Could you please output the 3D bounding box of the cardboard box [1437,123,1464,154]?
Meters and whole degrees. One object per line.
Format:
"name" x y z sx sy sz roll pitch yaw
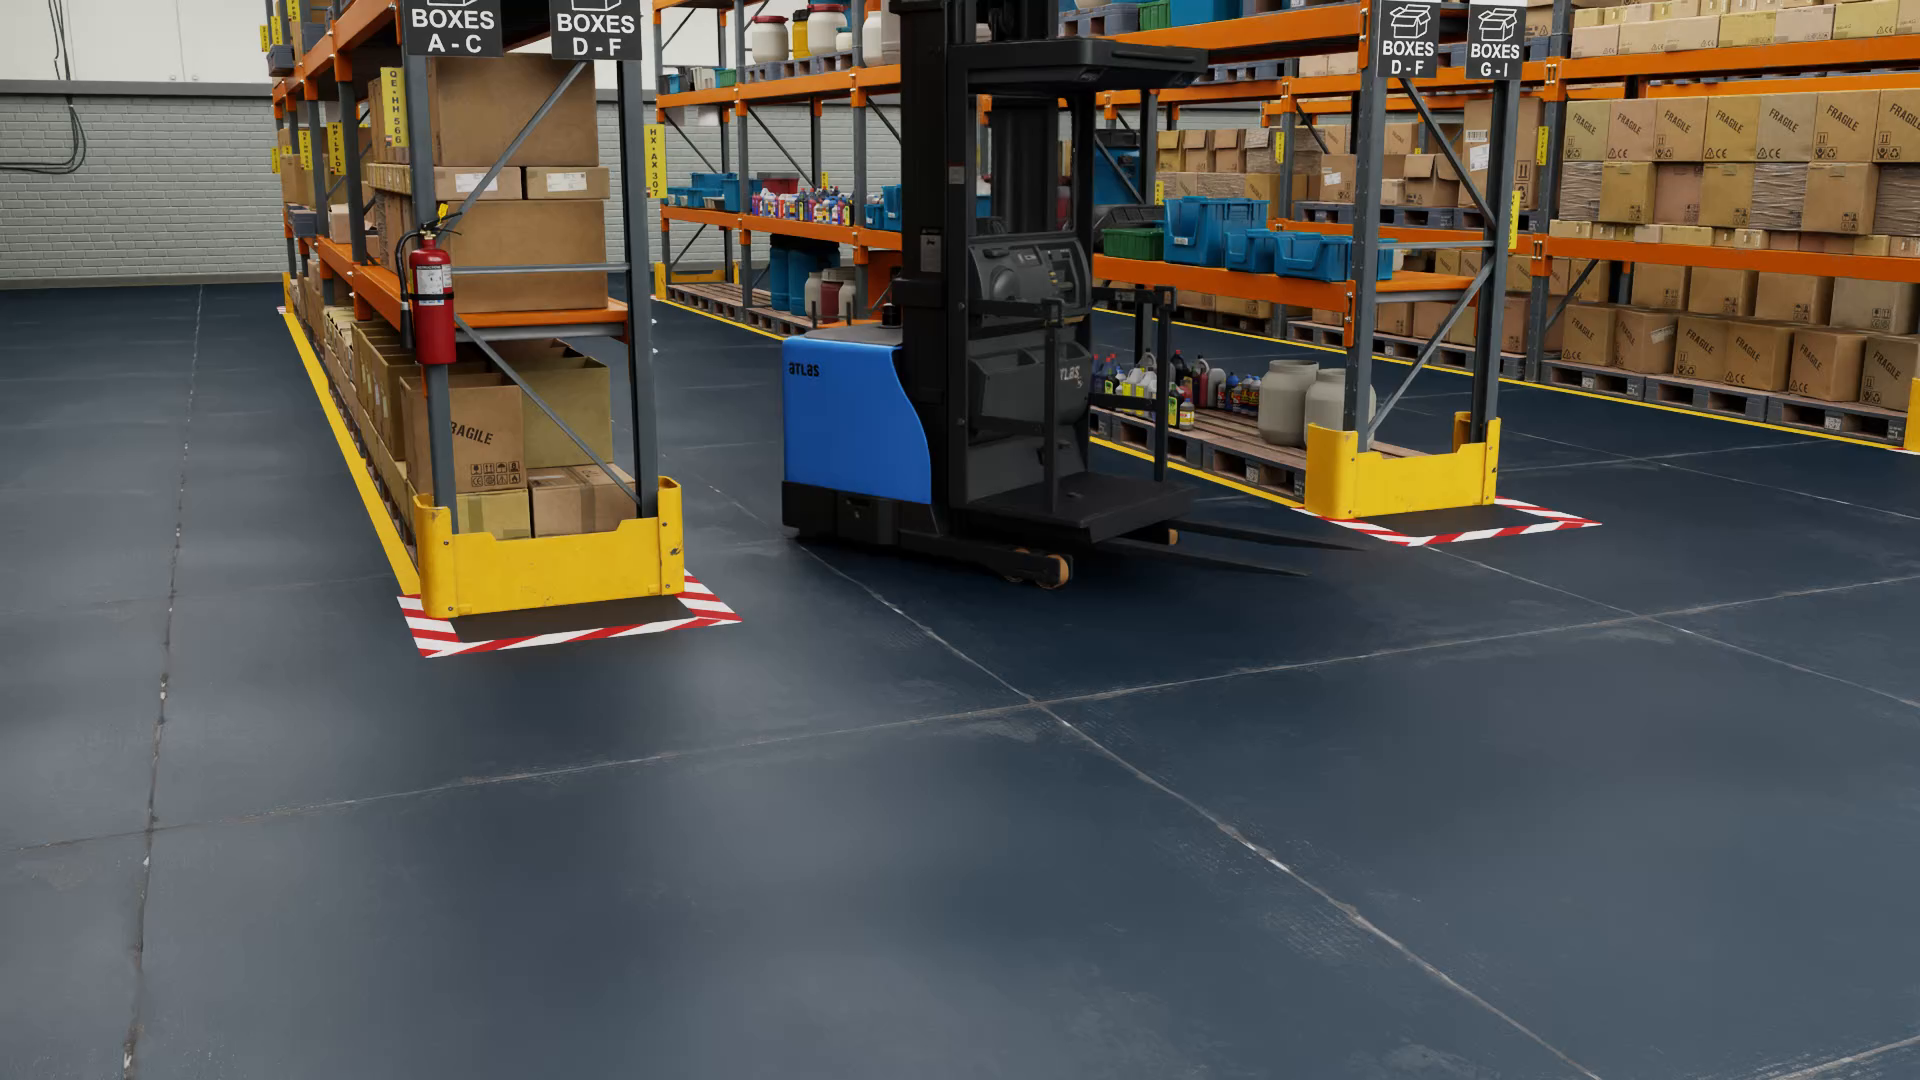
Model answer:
"cardboard box" 7.008 -5.799 24.173 0.500 0.500 0.500 -5 14 -22

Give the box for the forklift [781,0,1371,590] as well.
"forklift" 0.959 -2.217 10.244 5.146 3.703 5.263 10 16 37

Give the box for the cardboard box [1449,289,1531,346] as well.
"cardboard box" 5.185 -2.148 16.068 0.700 0.500 0.500 -6 14 -23

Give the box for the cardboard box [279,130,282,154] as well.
"cardboard box" -8.148 -4.821 20.609 0.500 0.500 0.500 -5 14 -22

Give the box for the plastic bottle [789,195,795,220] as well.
"plastic bottle" -1.836 -3.670 18.359 0.097 0.271 0.097 0 13 0

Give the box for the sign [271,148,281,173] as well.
"sign" -8.797 -4.881 21.386 0.100 0.325 0.005 -6 14 -23

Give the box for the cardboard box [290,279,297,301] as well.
"cardboard box" -8.142 -3.141 20.913 0.500 0.250 0.500 -6 14 -23

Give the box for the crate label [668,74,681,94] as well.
"crate label" -3.686 -6.124 22.354 0.408 0.251 0.502 -6 14 -23

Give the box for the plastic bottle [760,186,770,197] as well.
"plastic bottle" -2.297 -3.994 19.583 0.144 0.351 0.185 -6 14 -23

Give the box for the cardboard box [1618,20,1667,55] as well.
"cardboard box" 5.747 -4.086 13.553 0.500 0.250 0.500 -6 14 -23

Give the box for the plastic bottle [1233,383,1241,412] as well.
"plastic bottle" 1.991 -1.015 11.832 0.097 0.201 0.097 0 13 0

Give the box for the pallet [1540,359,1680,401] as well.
"pallet" 5.887 -1.429 14.575 1.003 0.211 1.213 -6 14 -23

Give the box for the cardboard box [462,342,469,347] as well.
"cardboard box" -2.714 -0.976 9.937 0.500 0.500 0.500 -6 14 -23

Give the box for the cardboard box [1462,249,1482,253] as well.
"cardboard box" 7.235 -4.069 22.746 0.500 0.250 0.500 -5 14 -21

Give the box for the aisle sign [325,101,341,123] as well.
"aisle sign" -8.047 -5.816 21.583 0.394 0.787 0.004 -6 14 -23

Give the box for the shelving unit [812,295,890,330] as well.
"shelving unit" -0.612 -0.798 9.647 0.258 1.200 0.503 5 14 24

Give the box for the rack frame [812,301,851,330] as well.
"rack frame" -0.712 -0.748 9.430 0.240 1.200 0.015 5 14 24

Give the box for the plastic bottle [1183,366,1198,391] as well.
"plastic bottle" 1.692 -1.138 12.185 0.061 0.283 0.133 -6 14 -23

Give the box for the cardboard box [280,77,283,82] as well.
"cardboard box" -7.327 -5.251 18.584 0.500 0.250 0.500 -6 14 -23

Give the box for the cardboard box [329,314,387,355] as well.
"cardboard box" -4.734 -1.645 13.249 0.500 0.311 0.500 -6 14 -24

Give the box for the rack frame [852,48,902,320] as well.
"rack frame" -0.555 -3.302 16.484 1.000 3.000 0.127 -6 14 -23

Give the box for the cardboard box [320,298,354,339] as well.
"cardboard box" -5.685 -2.024 15.529 0.500 0.500 0.500 -5 14 -21

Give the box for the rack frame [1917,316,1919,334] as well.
"rack frame" 10.170 -3.350 16.691 1.000 3.000 0.127 -6 14 -23

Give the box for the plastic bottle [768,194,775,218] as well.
"plastic bottle" -2.153 -3.833 19.066 0.097 0.271 0.097 0 13 0

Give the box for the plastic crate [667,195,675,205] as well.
"plastic crate" -3.910 -4.701 22.980 0.250 0.136 0.298 -6 14 -23

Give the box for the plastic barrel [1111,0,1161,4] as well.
"plastic barrel" 1.348 -4.170 11.541 0.600 0.901 0.708 -6 14 -23

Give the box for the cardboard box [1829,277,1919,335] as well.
"cardboard box" 9.839 -2.579 17.417 1.050 0.750 0.750 -6 14 -23

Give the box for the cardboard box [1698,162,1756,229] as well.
"cardboard box" 6.332 -2.710 13.046 0.875 0.500 0.500 -6 14 -23

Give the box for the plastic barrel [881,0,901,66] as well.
"plastic barrel" -0.425 -4.818 15.271 0.600 0.901 0.600 0 13 0

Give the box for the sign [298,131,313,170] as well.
"sign" -5.589 -3.330 14.212 0.100 0.325 0.005 -6 14 -23

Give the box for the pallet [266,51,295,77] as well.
"pallet" -6.501 -4.910 17.198 1.213 0.211 1.003 -6 14 -23

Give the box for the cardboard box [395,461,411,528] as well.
"cardboard box" -2.588 -0.254 8.480 0.500 0.250 0.500 -6 14 -23

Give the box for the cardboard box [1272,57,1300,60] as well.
"cardboard box" 3.672 -5.585 18.536 0.797 0.503 0.637 -5 14 -20

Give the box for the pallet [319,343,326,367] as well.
"pallet" -5.845 -1.906 16.637 1.003 0.211 1.213 -6 14 -23

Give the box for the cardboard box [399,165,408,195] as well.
"cardboard box" -2.739 -1.896 8.750 0.380 0.149 0.250 -5 14 -21

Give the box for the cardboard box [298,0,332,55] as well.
"cardboard box" -5.301 -4.452 14.581 0.910 0.500 0.500 -6 14 -23

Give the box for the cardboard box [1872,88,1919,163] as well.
"cardboard box" 6.741 -2.868 11.512 0.500 0.500 0.500 -6 14 -23

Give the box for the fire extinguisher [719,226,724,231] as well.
"fire extinguisher" -3.404 -4.807 23.988 0.296 0.674 0.183 -6 14 -23

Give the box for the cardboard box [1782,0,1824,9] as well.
"cardboard box" 6.276 -3.978 12.199 0.380 0.149 0.250 -6 15 -26

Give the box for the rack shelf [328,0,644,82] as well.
"rack shelf" -2.692 -2.726 8.941 1.077 0.370 4.000 -6 14 -23

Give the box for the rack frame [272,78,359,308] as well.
"rack frame" -8.300 -4.508 21.695 1.000 3.000 0.127 -6 14 -23

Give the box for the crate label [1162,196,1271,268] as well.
"crate label" 1.664 -2.022 10.876 0.502 0.435 0.616 -6 14 -23

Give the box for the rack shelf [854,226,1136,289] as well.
"rack shelf" 0.246 -2.538 14.779 1.077 0.370 4.000 -6 14 -23

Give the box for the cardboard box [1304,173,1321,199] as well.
"cardboard box" 4.037 -3.923 18.945 0.500 0.500 0.500 -5 14 -21

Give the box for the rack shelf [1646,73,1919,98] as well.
"rack shelf" 9.369 -4.874 18.220 1.077 0.370 4.000 -6 14 -23

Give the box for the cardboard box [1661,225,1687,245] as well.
"cardboard box" 5.919 -2.473 13.459 0.380 0.149 0.250 -6 14 -23

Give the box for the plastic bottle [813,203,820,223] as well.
"plastic bottle" -1.503 -3.464 17.625 0.097 0.201 0.097 0 13 0

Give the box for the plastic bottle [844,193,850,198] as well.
"plastic bottle" -1.301 -3.808 18.946 0.152 0.276 0.135 -6 14 -23

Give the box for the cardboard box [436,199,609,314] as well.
"cardboard box" -2.066 -1.349 7.823 0.700 0.500 0.500 -6 14 -23

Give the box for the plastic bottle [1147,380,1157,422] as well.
"plastic bottle" 1.380 -0.959 11.428 0.152 0.276 0.135 -6 14 -25

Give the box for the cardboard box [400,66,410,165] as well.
"cardboard box" -2.506 -2.204 8.641 0.700 0.500 0.500 -6 14 -23

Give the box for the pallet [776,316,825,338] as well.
"pallet" -1.394 -2.354 18.573 1.003 0.211 1.213 -6 14 -23
